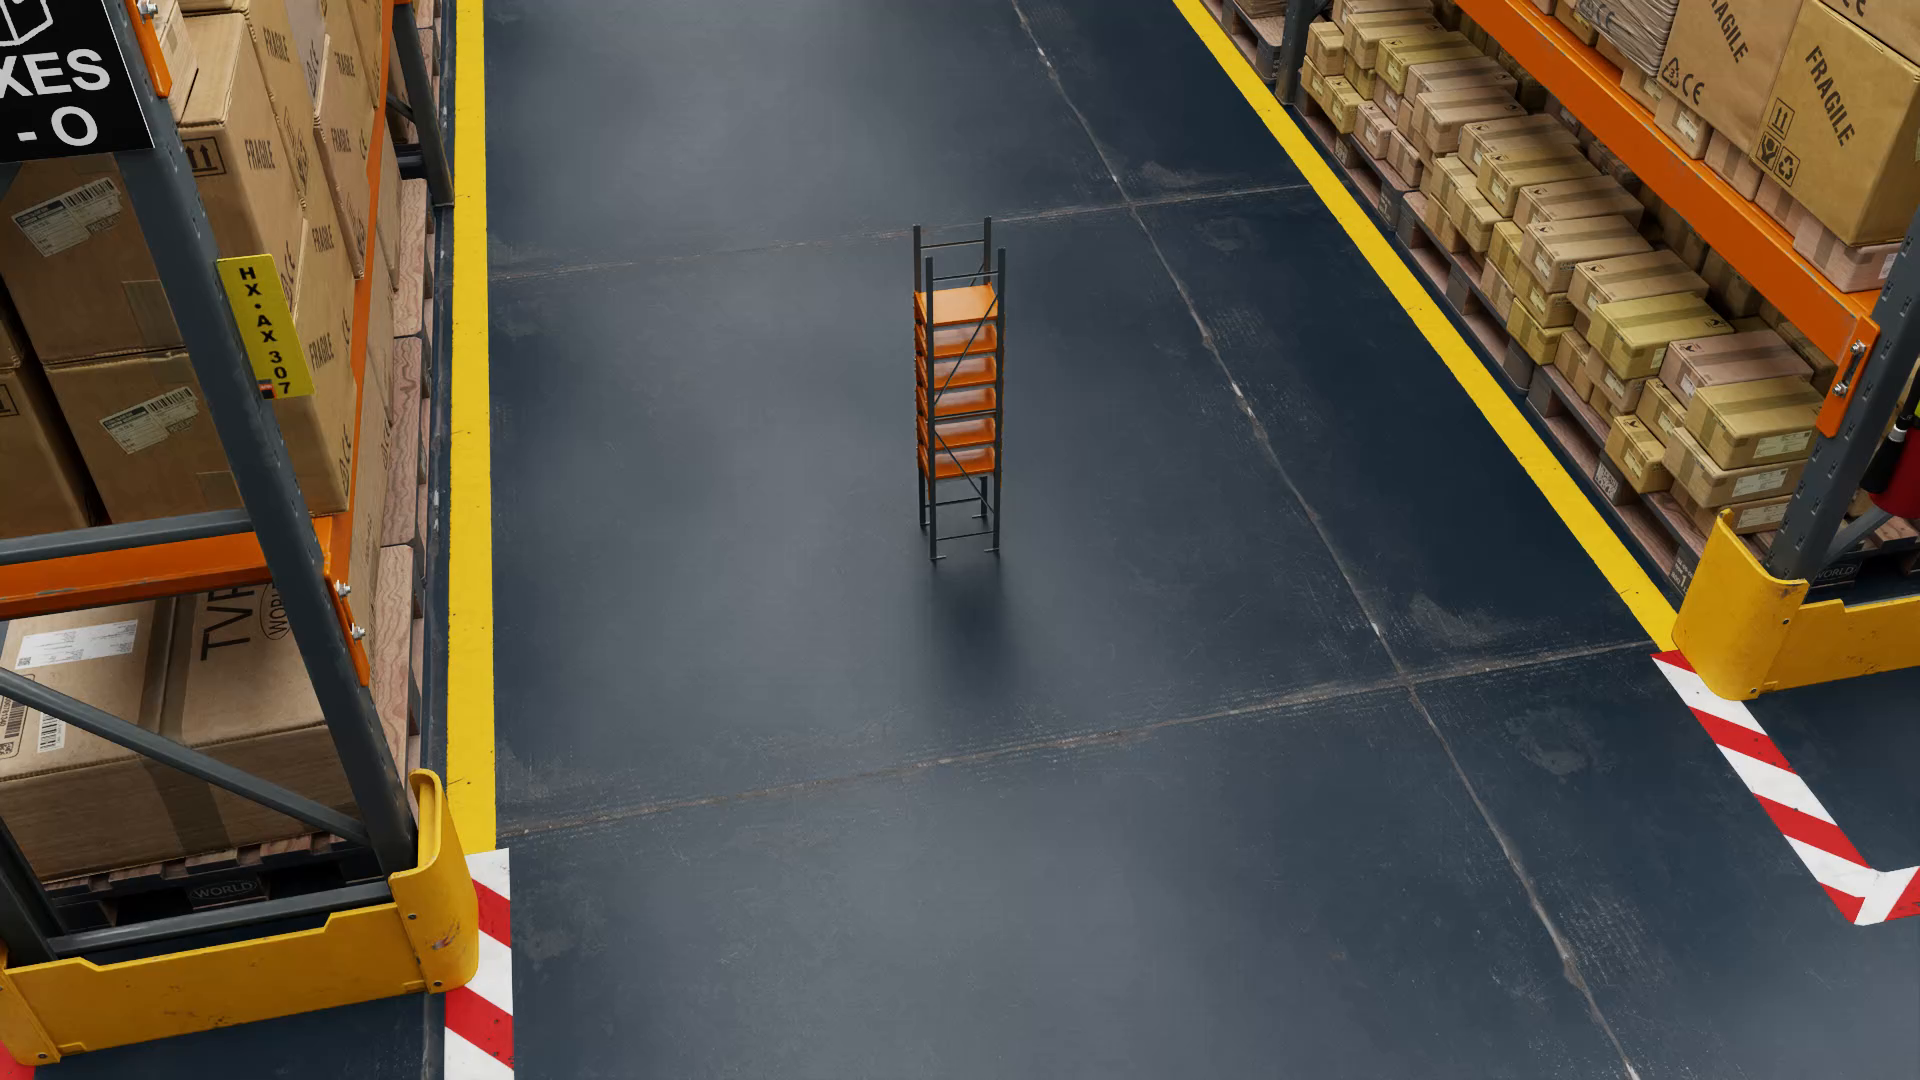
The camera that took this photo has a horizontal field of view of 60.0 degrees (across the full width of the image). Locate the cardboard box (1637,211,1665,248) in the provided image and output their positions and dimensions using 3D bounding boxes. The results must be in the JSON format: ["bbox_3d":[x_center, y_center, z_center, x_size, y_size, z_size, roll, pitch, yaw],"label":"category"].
[{"bbox_3d":[2.714,-1.177,6.424,0.380,0.149,0.250,-6,42,-7],"label":"cardboard box"}]

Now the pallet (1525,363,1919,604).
[{"bbox_3d":[2.761,-0.295,5.923,1.003,0.211,1.213,-8,42,-9],"label":"pallet"}]

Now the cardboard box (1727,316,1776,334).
[{"bbox_3d":[2.913,-0.667,5.849,0.380,0.149,0.250,-8,42,-9],"label":"cardboard box"}]

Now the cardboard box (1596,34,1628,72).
[{"bbox_3d":[2.380,-1.681,5.574,0.380,0.149,0.250,-10,43,-11],"label":"cardboard box"}]

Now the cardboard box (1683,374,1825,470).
[{"bbox_3d":[2.557,-0.377,5.298,0.380,0.149,0.250,-8,42,-9],"label":"cardboard box"}]

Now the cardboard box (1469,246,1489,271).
[{"bbox_3d":[2.271,-1.164,6.633,0.380,0.149,0.250,-7,42,-8],"label":"cardboard box"}]

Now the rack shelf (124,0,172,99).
[{"bbox_3d":[-2.325,-2.131,4.174,1.077,0.370,4.000,-8,42,-9],"label":"rack shelf"}]

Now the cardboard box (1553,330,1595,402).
[{"bbox_3d":[2.408,-0.653,6.057,0.380,0.149,0.250,-8,42,-9],"label":"cardboard box"}]

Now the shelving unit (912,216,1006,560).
[{"bbox_3d":[-0.003,-0.458,5.362,0.258,1.200,0.189,-8,42,-9],"label":"shelving unit"}]

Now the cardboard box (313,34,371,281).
[{"bbox_3d":[-1.945,-1.028,4.573,0.500,0.500,0.500,-9,42,-10],"label":"cardboard box"}]

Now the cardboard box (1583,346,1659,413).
[{"bbox_3d":[2.412,-0.597,5.770,0.380,0.149,0.250,-10,43,-11],"label":"cardboard box"}]

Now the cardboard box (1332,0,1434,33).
[{"bbox_3d":[1.927,-2.410,7.589,0.380,0.149,0.250,-7,42,-8],"label":"cardboard box"}]

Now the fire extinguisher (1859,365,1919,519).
[{"bbox_3d":[2.522,-0.359,4.234,0.296,0.674,0.183,-8,42,-9],"label":"fire extinguisher"}]

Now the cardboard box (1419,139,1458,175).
[{"bbox_3d":[2.143,-1.610,6.911,0.380,0.149,0.250,-7,42,-7],"label":"cardboard box"}]

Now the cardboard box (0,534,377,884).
[{"bbox_3d":[-2.133,0.406,4.647,0.875,0.438,0.875,-10,43,-11],"label":"cardboard box"}]

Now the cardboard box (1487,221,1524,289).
[{"bbox_3d":[2.250,-1.099,6.336,0.380,0.149,0.250,-6,42,-7],"label":"cardboard box"}]

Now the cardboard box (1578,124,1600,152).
[{"bbox_3d":[2.739,-1.635,6.715,0.380,0.149,0.250,-10,43,-11],"label":"cardboard box"}]

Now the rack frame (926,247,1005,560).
[{"bbox_3d":[0.017,-0.399,5.295,0.240,1.200,0.006,-8,42,-9],"label":"rack frame"}]

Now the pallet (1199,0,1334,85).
[{"bbox_3d":[1.885,-2.811,8.758,1.003,0.211,1.213,-8,42,-9],"label":"pallet"}]

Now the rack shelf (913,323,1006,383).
[{"bbox_3d":[-0.003,-0.604,5.232,0.258,0.103,0.180,-8,42,-9],"label":"rack shelf"}]

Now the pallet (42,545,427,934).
[{"bbox_3d":[-2.142,0.554,4.967,1.003,0.211,1.213,-8,42,-9],"label":"pallet"}]

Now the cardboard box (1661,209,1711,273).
[{"bbox_3d":[2.846,-1.132,6.148,0.380,0.149,0.250,-7,42,-8],"label":"cardboard box"}]

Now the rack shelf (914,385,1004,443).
[{"bbox_3d":[-0.003,-0.425,5.392,0.258,0.103,0.180,-8,42,-9],"label":"rack shelf"}]

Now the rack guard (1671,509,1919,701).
[{"bbox_3d":[2.902,0.129,5.228,1.175,0.500,0.348,-8,42,-9],"label":"rack guard"}]

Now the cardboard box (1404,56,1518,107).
[{"bbox_3d":[2.110,-1.900,7.014,0.380,0.149,0.250,-9,42,-10],"label":"cardboard box"}]

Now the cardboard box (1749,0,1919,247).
[{"bbox_3d":[2.570,-1.160,4.498,0.500,0.500,0.500,-8,42,-8],"label":"cardboard box"}]

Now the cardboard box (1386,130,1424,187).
[{"bbox_3d":[2.085,-1.675,7.209,0.380,0.149,0.250,-9,42,-10],"label":"cardboard box"}]

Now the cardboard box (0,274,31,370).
[{"bbox_3d":[-2.230,-0.672,3.419,0.500,0.500,0.500,-7,42,-8],"label":"cardboard box"}]

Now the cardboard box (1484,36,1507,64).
[{"bbox_3d":[2.540,-2.149,7.295,0.380,0.149,0.250,-9,42,-10],"label":"cardboard box"}]

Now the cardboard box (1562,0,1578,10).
[{"bbox_3d":[2.248,-2.146,5.609,0.500,0.500,0.500,-6,42,-7],"label":"cardboard box"}]

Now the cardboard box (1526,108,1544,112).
[{"bbox_3d":[2.537,-1.872,7.206,0.380,0.149,0.250,-8,42,-9],"label":"cardboard box"}]

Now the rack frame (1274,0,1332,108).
[{"bbox_3d":[2.055,-3.350,7.264,1.000,3.000,0.127,-8,42,-9],"label":"rack frame"}]

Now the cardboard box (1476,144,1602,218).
[{"bbox_3d":[2.239,-1.393,6.443,0.380,0.149,0.250,-8,42,-9],"label":"cardboard box"}]

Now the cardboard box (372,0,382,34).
[{"bbox_3d":[-2.290,-2.016,5.686,0.500,0.500,0.500,-9,42,-10],"label":"cardboard box"}]

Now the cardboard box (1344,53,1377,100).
[{"bbox_3d":[1.963,-2.120,7.486,0.380,0.149,0.250,-8,42,-9],"label":"cardboard box"}]

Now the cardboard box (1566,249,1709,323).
[{"bbox_3d":[2.385,-0.875,5.859,0.380,0.149,0.250,-10,43,-11],"label":"cardboard box"}]

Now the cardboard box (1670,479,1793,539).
[{"bbox_3d":[2.601,-0.159,5.501,0.380,0.149,0.250,-8,42,-9],"label":"cardboard box"}]

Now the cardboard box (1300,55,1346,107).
[{"bbox_3d":[1.820,-2.159,7.753,0.380,0.149,0.250,-10,43,-11],"label":"cardboard box"}]

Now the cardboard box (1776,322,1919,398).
[{"bbox_3d":[2.960,-0.620,5.572,0.380,0.149,0.250,-8,42,-9],"label":"cardboard box"}]

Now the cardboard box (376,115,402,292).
[{"bbox_3d":[-2.726,-1.351,6.627,0.875,0.438,0.875,-9,42,-10],"label":"cardboard box"}]

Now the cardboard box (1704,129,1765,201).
[{"bbox_3d":[2.486,-1.161,4.987,0.380,0.149,0.250,-9,42,-10],"label":"cardboard box"}]

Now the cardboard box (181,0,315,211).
[{"bbox_3d":[-1.837,-1.079,3.878,0.500,0.500,0.500,-9,42,-10],"label":"cardboard box"}]
